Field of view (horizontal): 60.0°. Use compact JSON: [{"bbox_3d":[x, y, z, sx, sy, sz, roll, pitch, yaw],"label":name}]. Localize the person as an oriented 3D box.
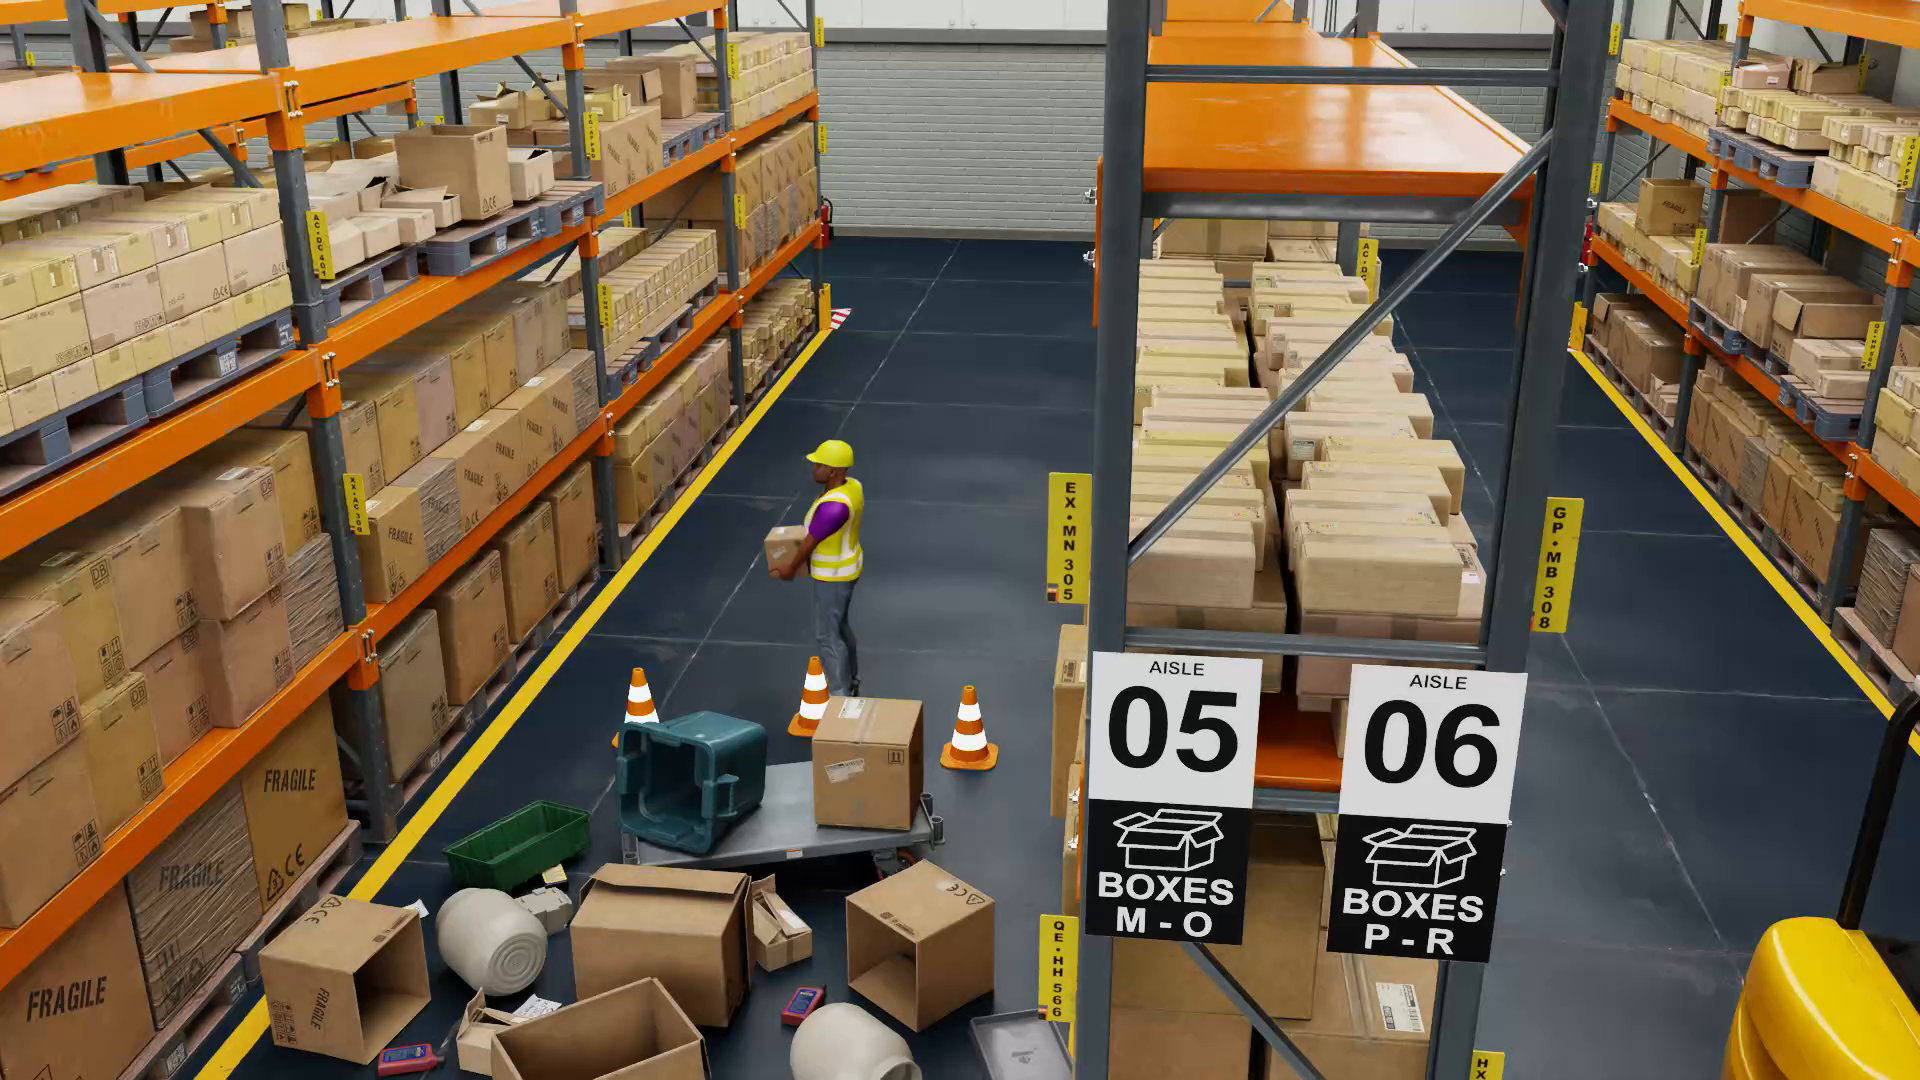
[{"bbox_3d":[-0.900,0.208,10.510,0.567,1.763,0.505,2,21,6],"label":"person"}]
